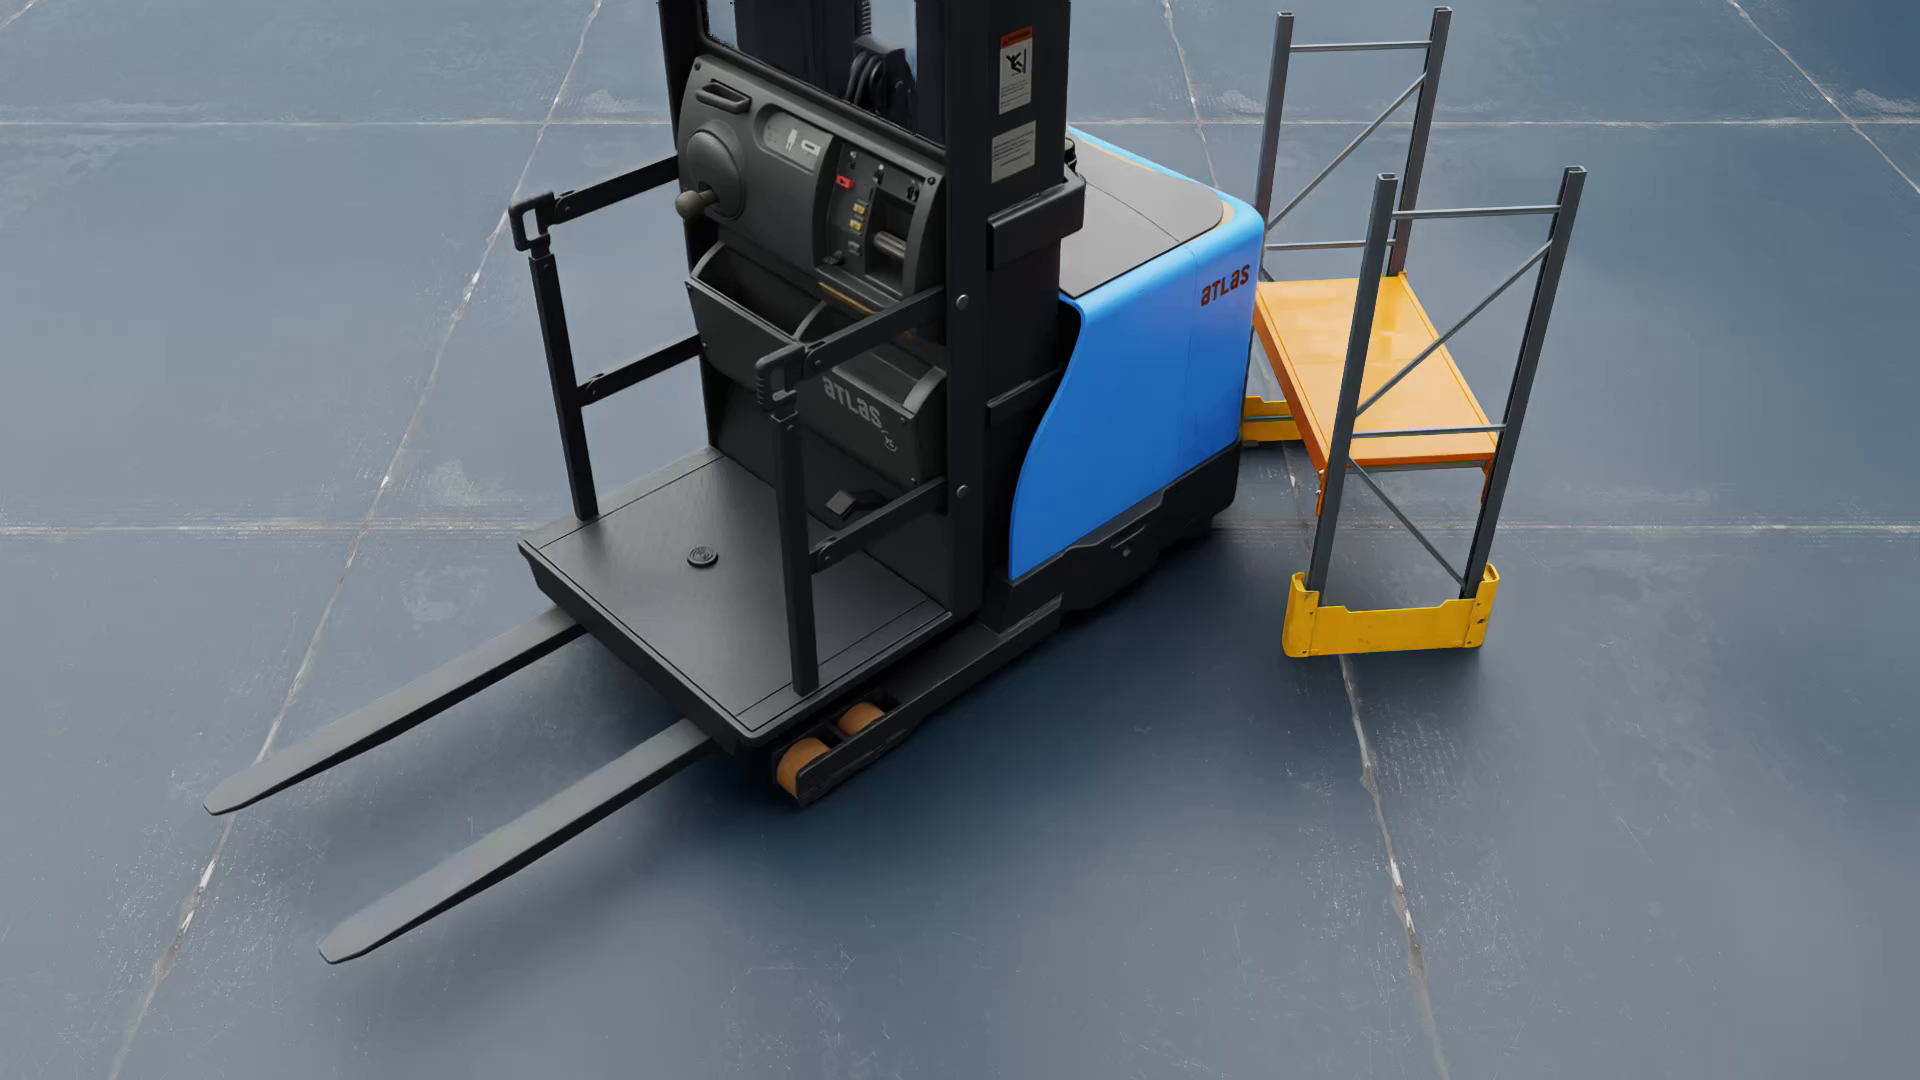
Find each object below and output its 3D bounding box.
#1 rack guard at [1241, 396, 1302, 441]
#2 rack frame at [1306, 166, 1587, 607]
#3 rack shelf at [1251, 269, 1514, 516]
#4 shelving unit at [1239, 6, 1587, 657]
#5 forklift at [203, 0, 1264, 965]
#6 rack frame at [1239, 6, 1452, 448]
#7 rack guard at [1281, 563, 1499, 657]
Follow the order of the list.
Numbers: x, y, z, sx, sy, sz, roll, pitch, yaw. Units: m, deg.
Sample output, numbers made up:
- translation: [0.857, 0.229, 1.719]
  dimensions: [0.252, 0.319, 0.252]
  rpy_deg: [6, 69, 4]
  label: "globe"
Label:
- translation: [1.153, -0.418, 5.572]
  dimensions: [0.587, 0.250, 0.087]
  rpy_deg: [-3, 39, -4]
  label: "rack guard"
- translation: [1.237, -0.284, 4.406]
  dimensions: [0.500, 1.500, 0.032]
  rpy_deg: [-3, 39, -4]
  label: "rack frame"
- translation: [1.194, -0.461, 4.913]
  dimensions: [0.538, 0.185, 1.000]
  rpy_deg: [-3, 39, -4]
  label: "rack shelf"
- translation: [1.195, -0.596, 4.794]
  dimensions: [0.587, 1.500, 1.083]
  rpy_deg: [-3, 39, -4]
  label: "shelving unit"
- translation: [-0.537, -0.825, 3.935]
  dimensions: [3.031, 2.935, 1.130]
  rpy_deg: [-31, 48, -32]
  label: "forklift"
- translation: [1.151, -0.918, 5.196]
  dimensions: [0.500, 1.500, 0.032]
  rpy_deg: [-3, 39, -4]
  label: "rack frame"
- translation: [1.236, 0.202, 4.797]
  dimensions: [0.587, 0.250, 0.087]
  rpy_deg: [-3, 39, -4]
  label: "rack guard"
